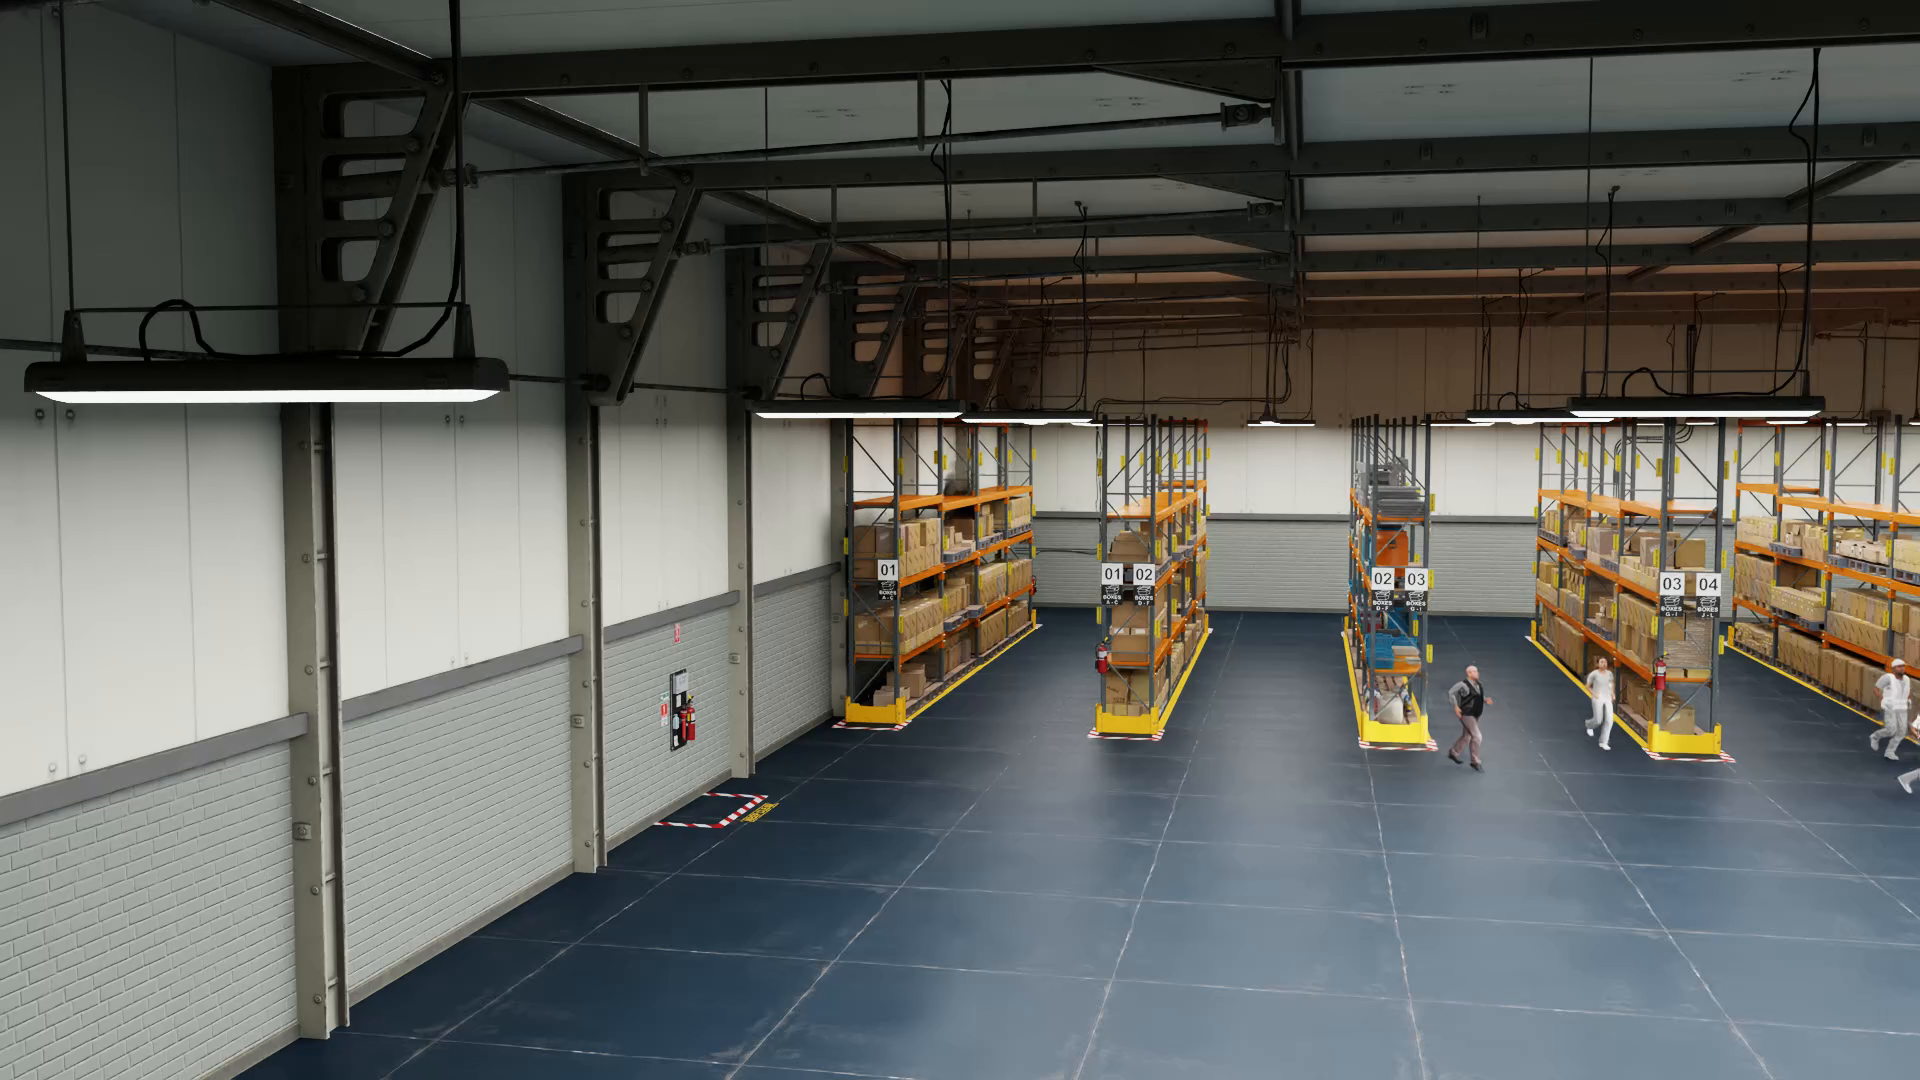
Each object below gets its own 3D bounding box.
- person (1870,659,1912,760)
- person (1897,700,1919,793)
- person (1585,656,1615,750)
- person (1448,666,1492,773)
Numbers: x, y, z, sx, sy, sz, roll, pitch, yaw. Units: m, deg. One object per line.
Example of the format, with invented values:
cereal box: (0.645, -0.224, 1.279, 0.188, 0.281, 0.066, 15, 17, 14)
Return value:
person: (16.273, 2.931, 28.996, 0.714, 1.738, 0.584, -1, 4, -9)
person: (14.843, 3.180, 25.477, 0.587, 1.671, 0.852, -4, 5, -44)
person: (11.570, 2.913, 30.033, 0.565, 1.654, 0.791, 0, 4, -4)
person: (8.590, 3.000, 28.051, 0.644, 1.773, 0.793, -4, 5, -43)
